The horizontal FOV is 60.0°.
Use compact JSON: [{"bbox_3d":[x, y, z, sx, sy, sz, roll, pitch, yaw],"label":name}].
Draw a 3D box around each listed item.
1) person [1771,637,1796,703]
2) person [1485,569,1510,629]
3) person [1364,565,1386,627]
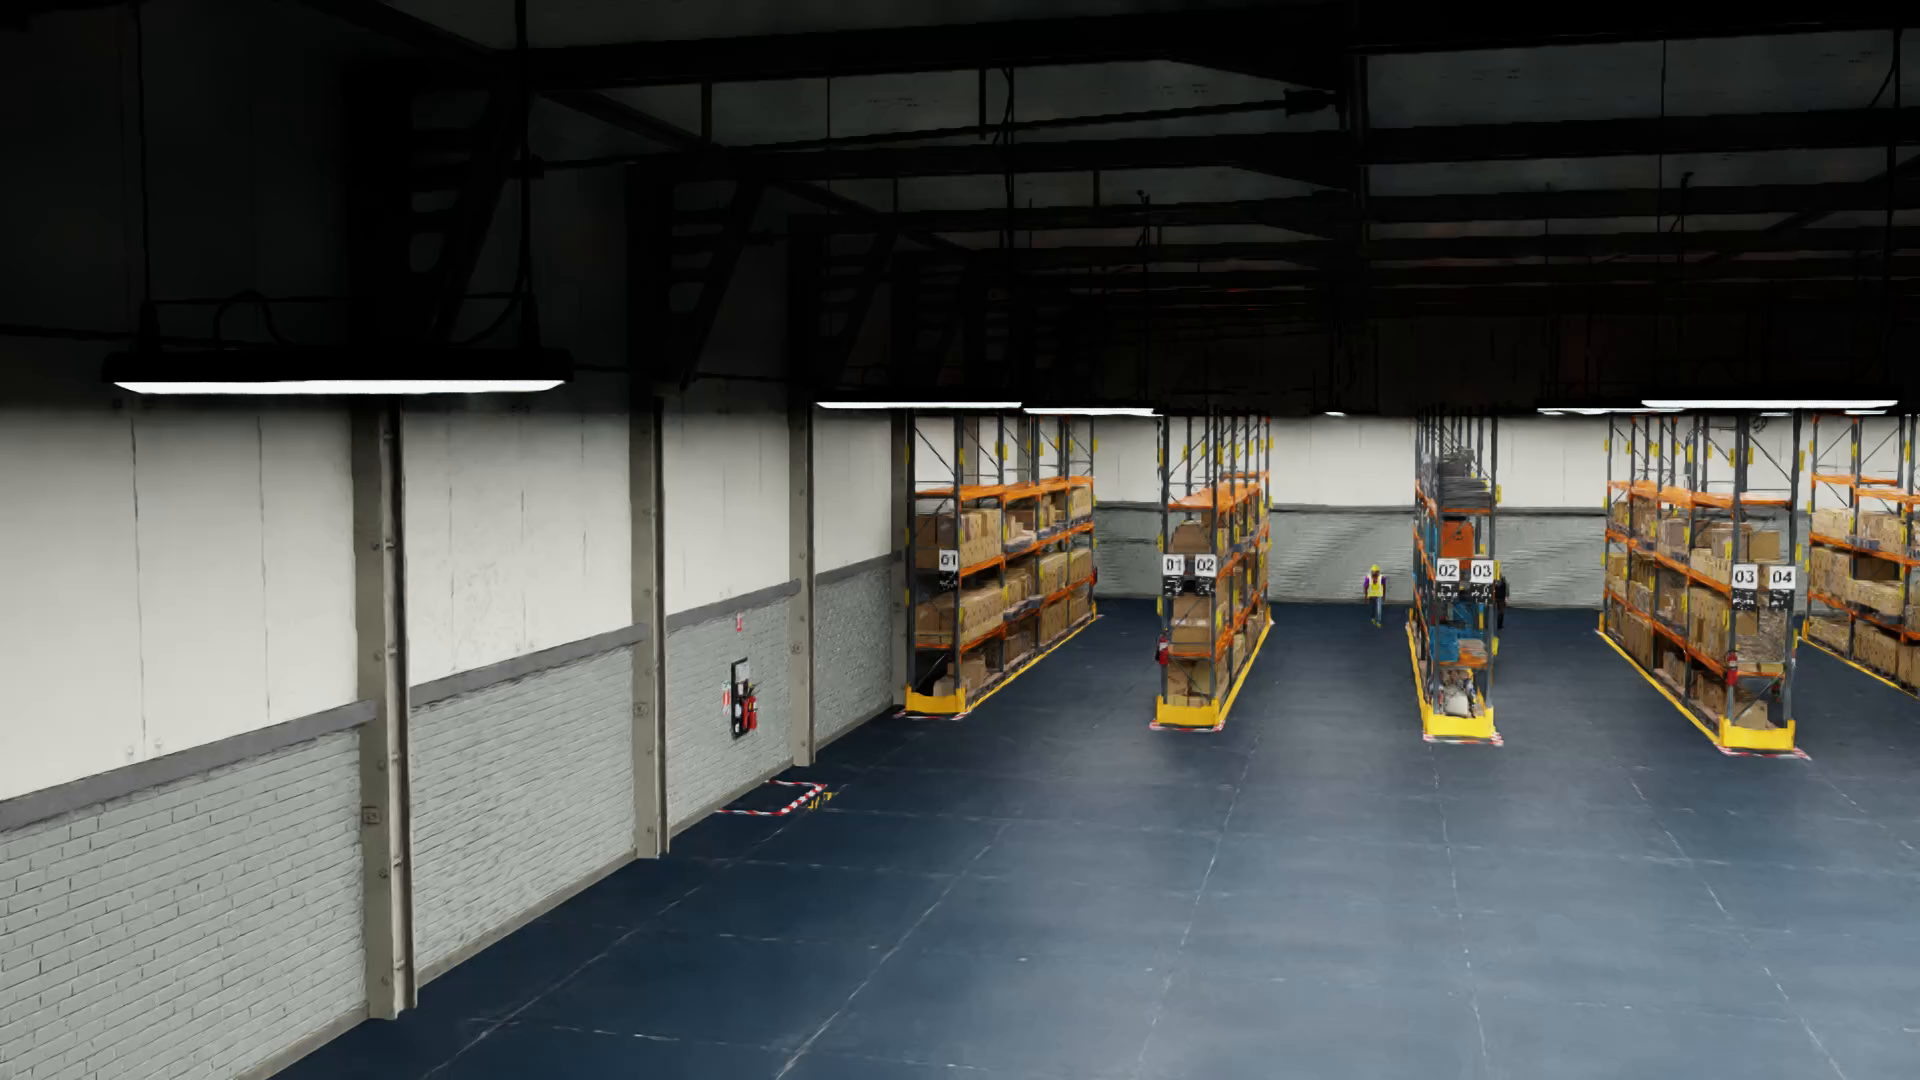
[{"bbox_3d":[16.587,2.404,33.663,0.565,1.736,1.043,1,4,13],"label":"person"},{"bbox_3d":[14.658,1.591,45.406,0.677,1.671,0.534,1,4,12],"label":"person"},{"bbox_3d":[11.451,1.519,45.942,0.574,1.689,1.106,1,4,18],"label":"person"}]
